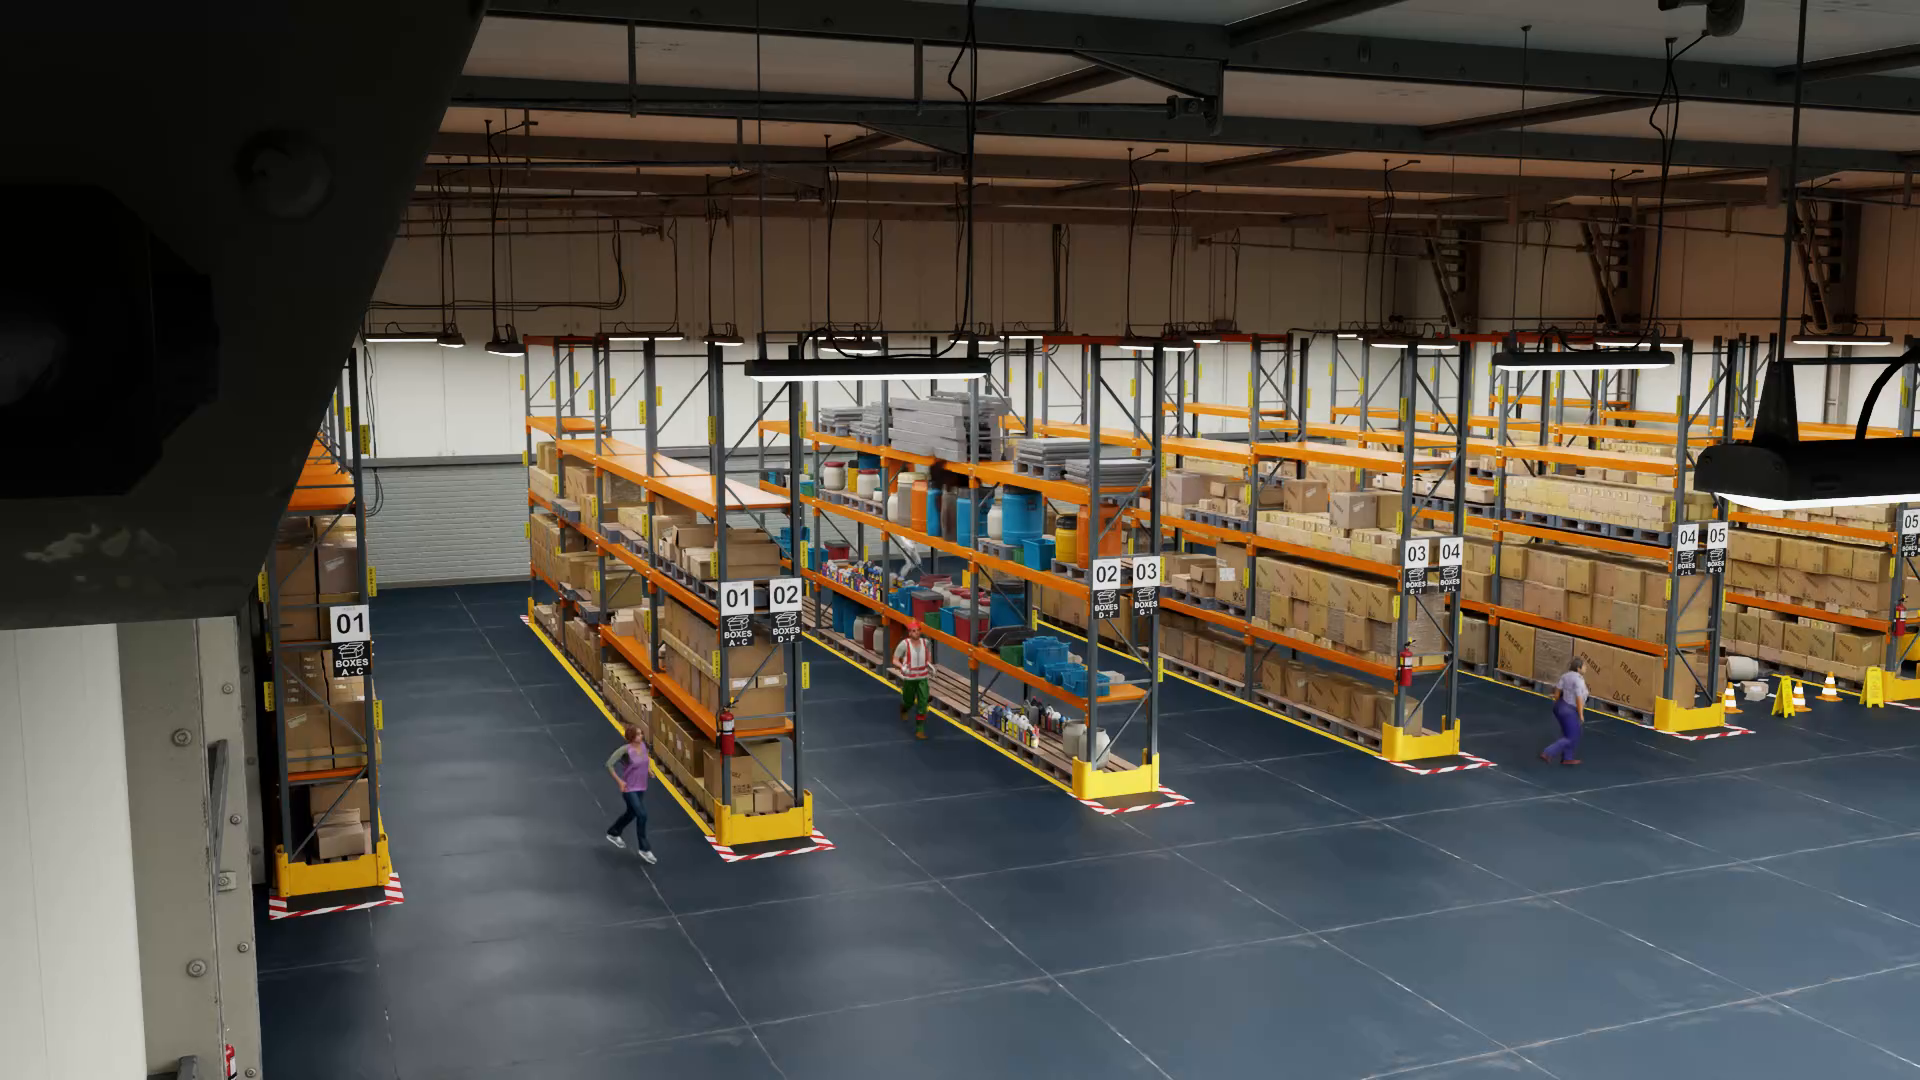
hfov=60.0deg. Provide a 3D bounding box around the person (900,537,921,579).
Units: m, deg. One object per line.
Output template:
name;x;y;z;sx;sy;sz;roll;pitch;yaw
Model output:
person;-1.165;0.211;39.988;0.486;1.629;0.679;3;8;23

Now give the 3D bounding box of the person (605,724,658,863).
person;-3.879;2.955;19.543;0.774;1.628;0.563;4;9;29

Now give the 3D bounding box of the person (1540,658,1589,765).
person;8.540;2.436;23.457;0.677;1.580;0.586;-1;8;-8

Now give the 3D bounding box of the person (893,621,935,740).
person;-0.711;2.096;25.306;0.664;1.766;0.975;-3;8;-18
